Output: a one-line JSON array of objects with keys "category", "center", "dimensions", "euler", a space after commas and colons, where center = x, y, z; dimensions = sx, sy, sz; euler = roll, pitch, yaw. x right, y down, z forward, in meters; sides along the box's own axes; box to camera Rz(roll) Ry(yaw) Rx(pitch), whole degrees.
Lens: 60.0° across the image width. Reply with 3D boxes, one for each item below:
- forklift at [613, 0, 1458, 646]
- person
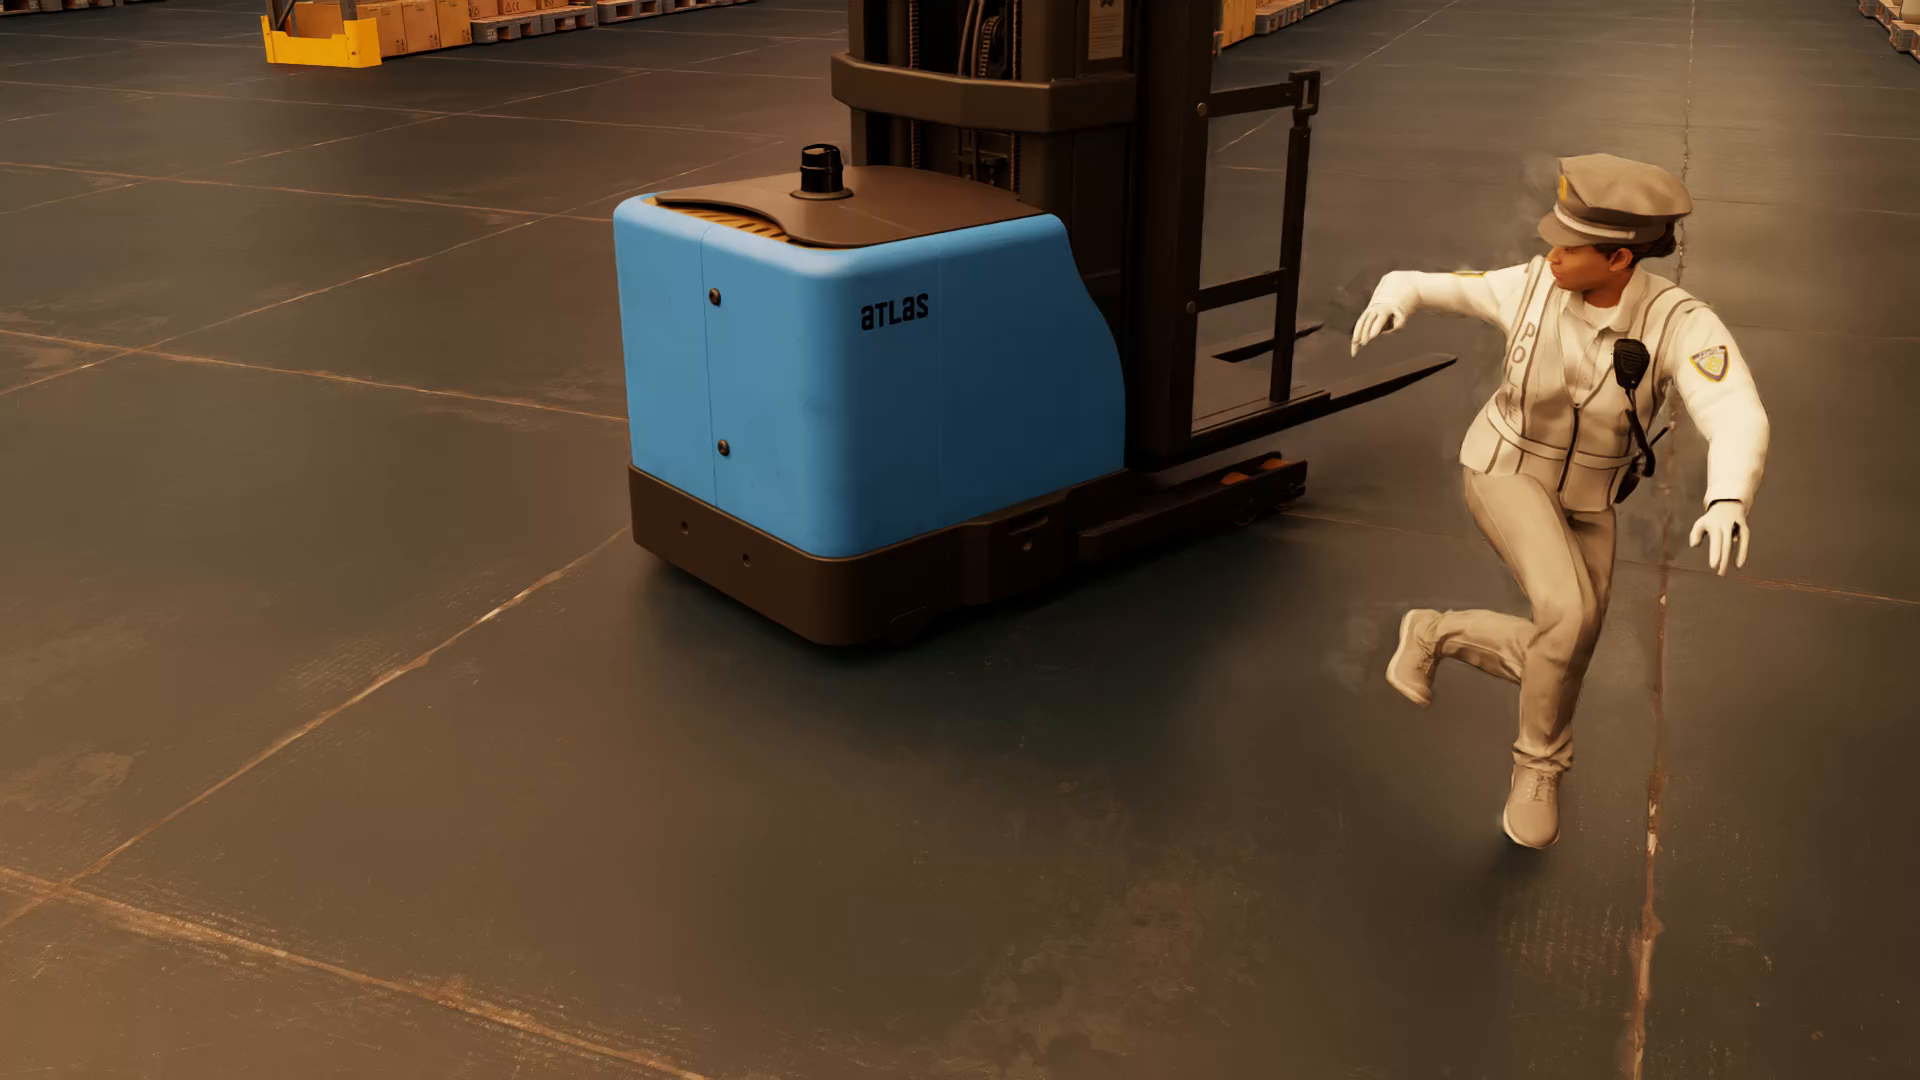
[{"category": "forklift", "center": [0.475, -1.533, 4.959], "dimensions": [3.031, 2.935, 1.130], "euler": [-19, 29, -37]}, {"category": "person", "center": [1.162, -0.057, 3.435], "dimensions": [0.760, 1.422, 1.047], "euler": [1, 23, 2]}]
